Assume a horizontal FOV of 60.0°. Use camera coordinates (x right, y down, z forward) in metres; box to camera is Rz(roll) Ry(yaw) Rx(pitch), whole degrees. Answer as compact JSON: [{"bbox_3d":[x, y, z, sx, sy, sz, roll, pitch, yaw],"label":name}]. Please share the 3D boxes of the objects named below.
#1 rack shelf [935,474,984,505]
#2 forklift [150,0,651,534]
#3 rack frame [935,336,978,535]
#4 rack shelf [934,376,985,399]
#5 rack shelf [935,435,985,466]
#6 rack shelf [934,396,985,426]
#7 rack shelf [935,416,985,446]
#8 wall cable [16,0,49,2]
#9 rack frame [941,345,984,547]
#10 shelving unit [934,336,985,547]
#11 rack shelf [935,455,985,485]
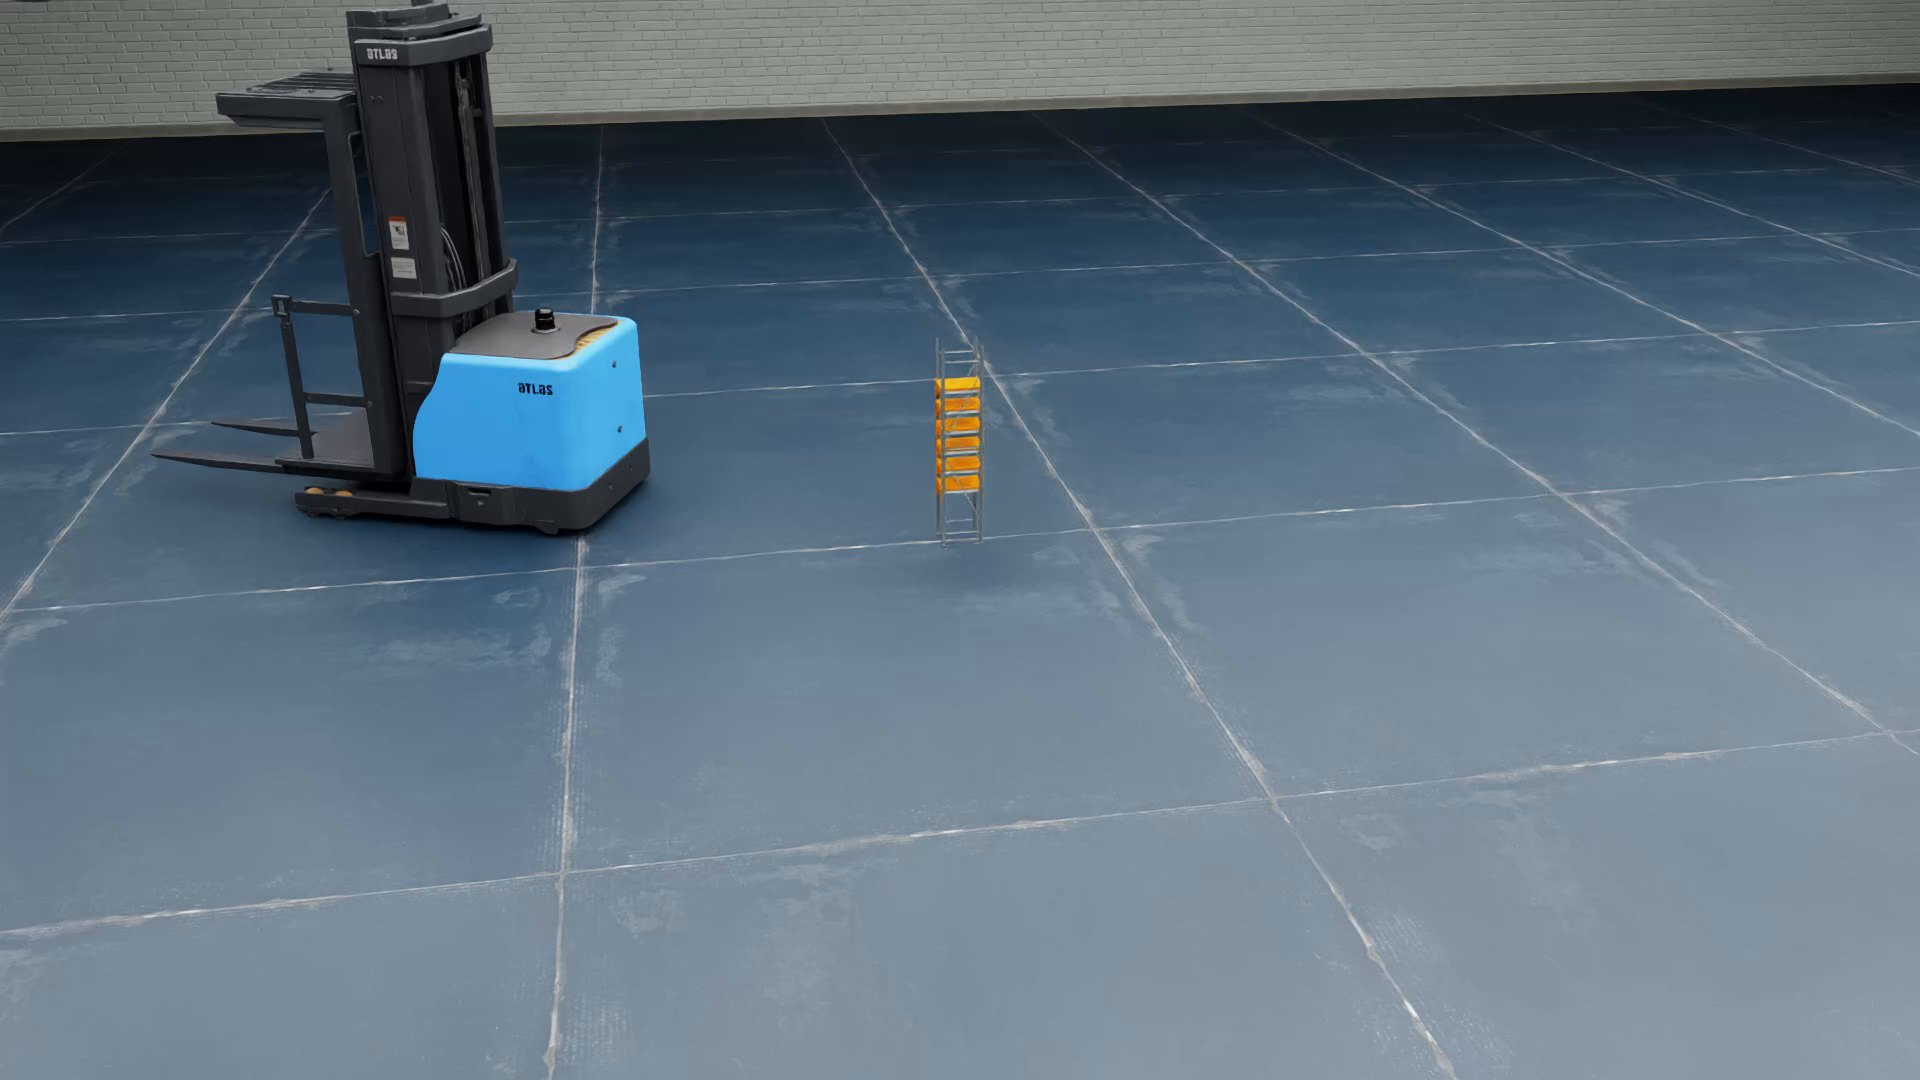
[{"bbox_3d":[-0.003,-0.295,9.637,0.258,0.103,0.180,-4,24,-10],"label":"rack shelf"},{"bbox_3d":[-3.536,-1.672,9.917,3.031,2.935,1.130,5,24,12],"label":"forklift"},{"bbox_3d":[-0.020,-0.592,9.605,0.240,1.200,0.006,-4,24,-10],"label":"rack frame"},{"bbox_3d":[-0.003,-0.845,9.397,0.258,0.103,0.180,-4,24,-10],"label":"rack shelf"},{"bbox_3d":[-0.003,-0.515,9.541,0.258,0.103,0.180,-4,24,-10],"label":"rack shelf"},{"bbox_3d":[-0.003,-0.735,9.445,0.258,0.103,0.180,-4,24,-10],"label":"rack shelf"},{"bbox_3d":[-0.003,-0.625,9.493,0.258,0.103,0.180,-4,24,-10],"label":"rack shelf"},{"bbox_3d":[-12.773,-7.829,20.312,3.097,2.526,0.112,-4,24,-10],"label":"wall cable"},{"bbox_3d":[0.014,-0.520,9.440,0.240,1.200,0.006,-4,24,-10],"label":"rack frame"},{"bbox_3d":[-0.003,-0.556,9.523,0.258,1.200,0.189,-4,24,-10],"label":"shelving unit"},{"bbox_3d":[-0.003,-0.405,9.589,0.258,0.103,0.180,-4,24,-10],"label":"rack shelf"}]
